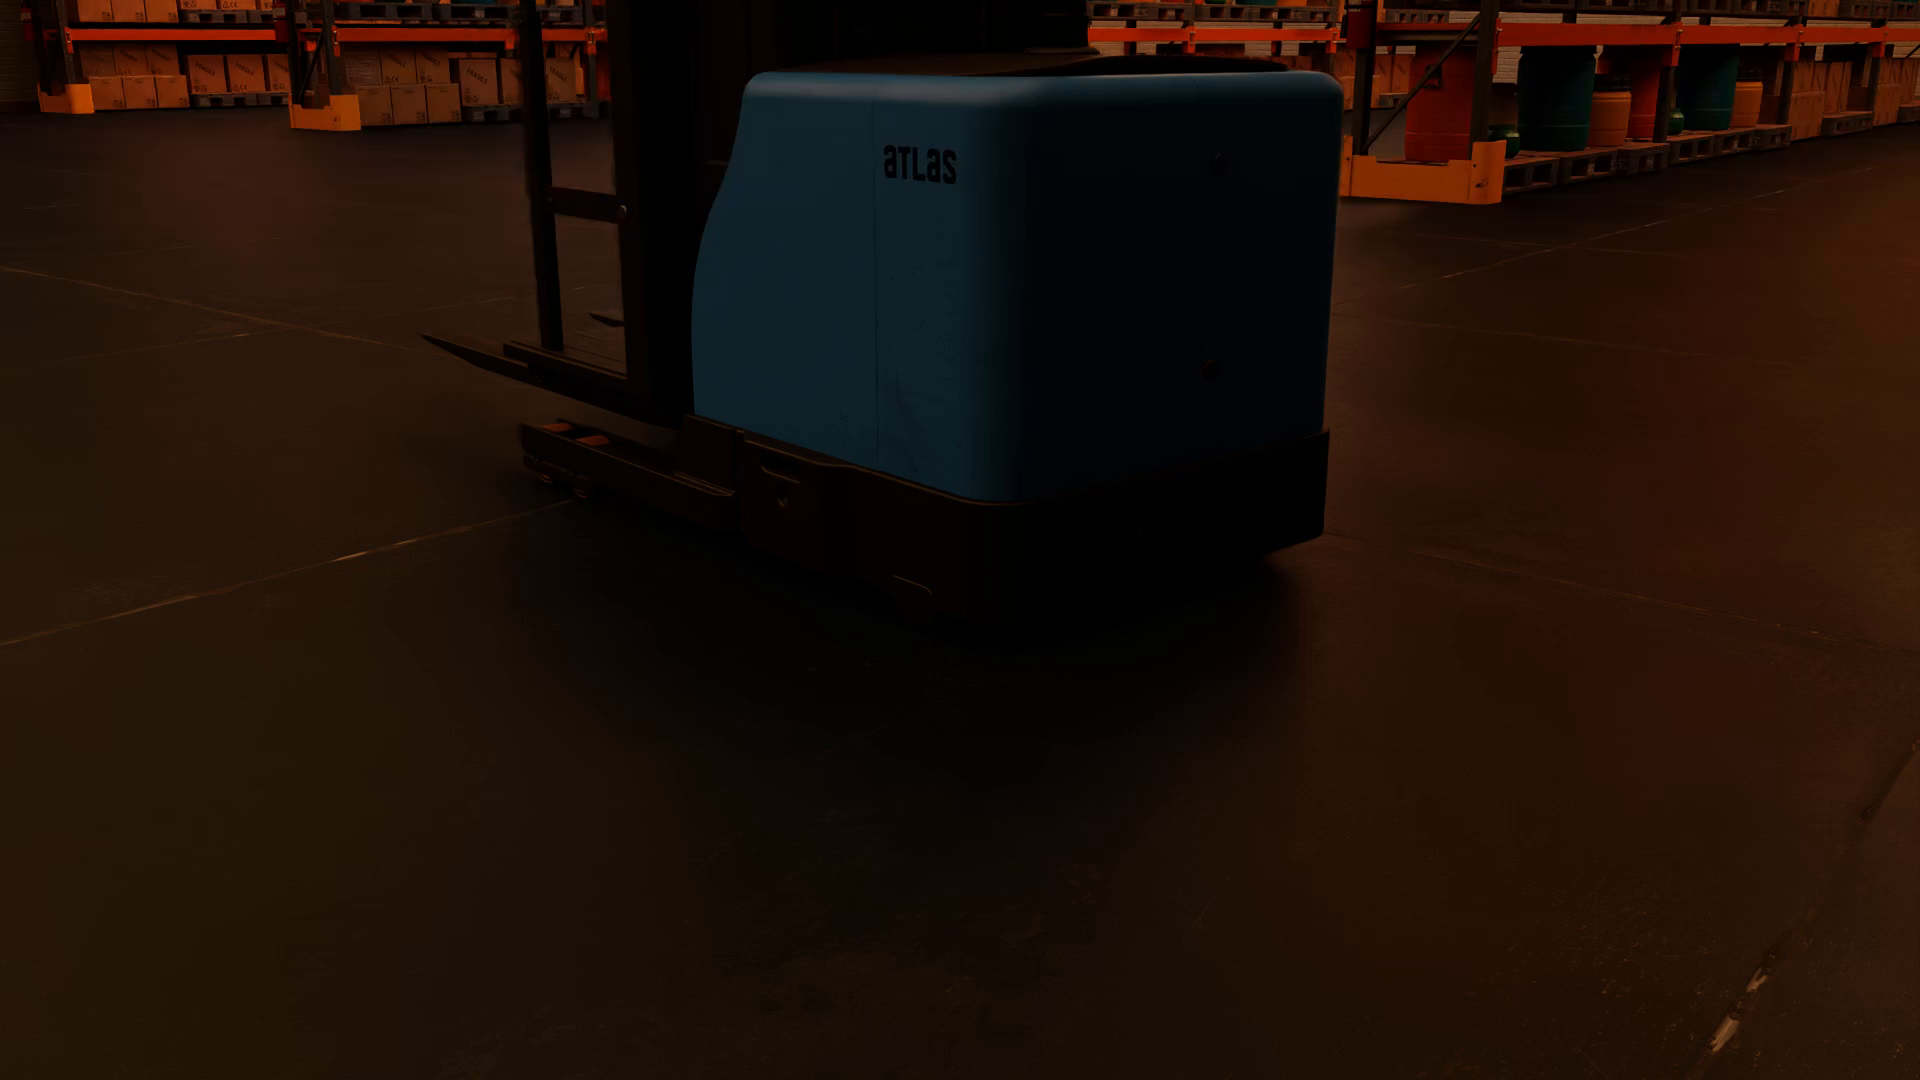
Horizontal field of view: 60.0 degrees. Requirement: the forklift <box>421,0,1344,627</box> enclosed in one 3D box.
[{"bbox_3d":[-0.515,-1.591,4.136,1.130,2.935,3.031,-14,22,-38],"label":"forklift"}]
